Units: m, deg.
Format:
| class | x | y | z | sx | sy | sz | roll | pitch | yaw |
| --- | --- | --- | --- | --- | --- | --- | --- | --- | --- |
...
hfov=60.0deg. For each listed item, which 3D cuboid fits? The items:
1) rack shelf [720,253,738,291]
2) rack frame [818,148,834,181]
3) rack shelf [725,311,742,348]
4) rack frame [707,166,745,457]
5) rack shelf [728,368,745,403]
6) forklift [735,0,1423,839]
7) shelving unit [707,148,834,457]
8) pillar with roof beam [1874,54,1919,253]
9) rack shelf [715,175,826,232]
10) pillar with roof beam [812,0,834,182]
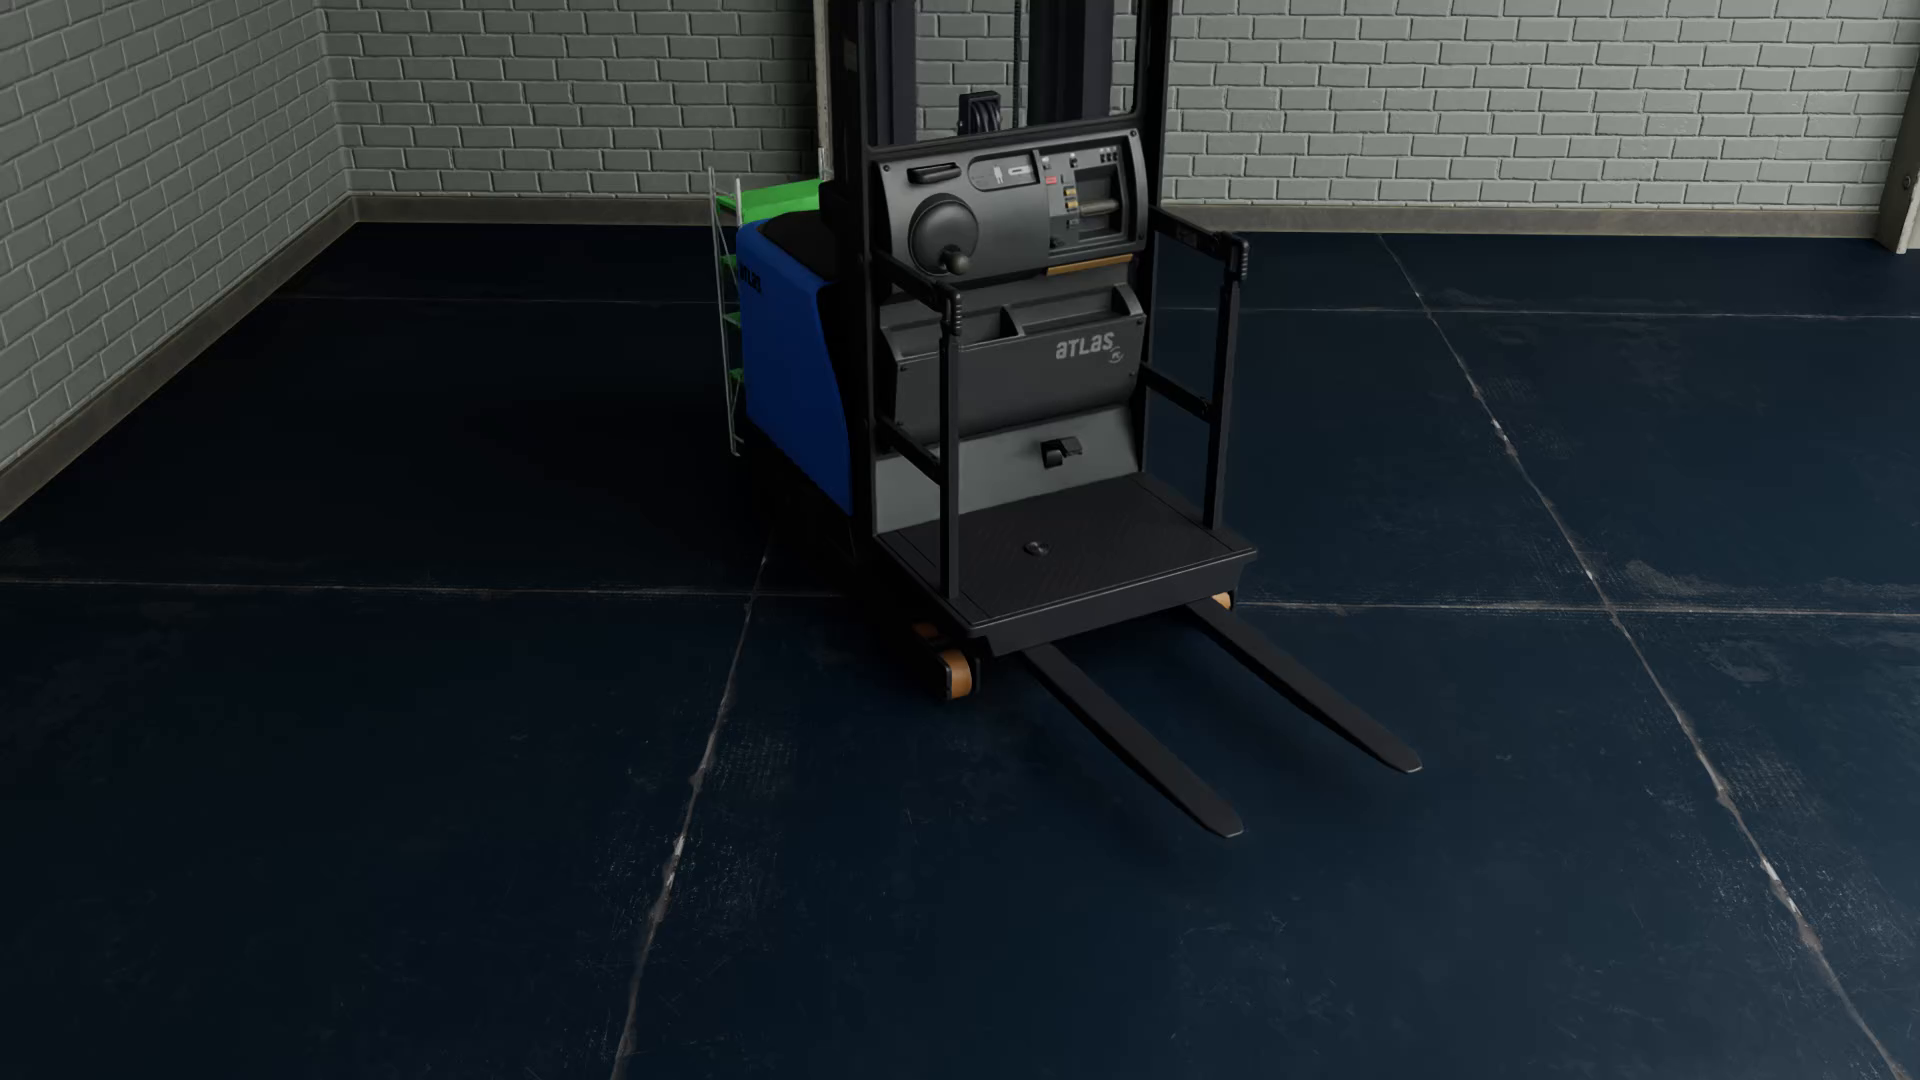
| class | x | y | z | sx | sy | sz | roll | pitch | yaw |
| --- | --- | --- | --- | --- | --- | --- | --- | --- | --- |
| rack shelf | -0.691 | -1.080 | 6.623 | 0.480 | 0.148 | 0.258 | -18 | 31 | -30 |
| rack frame | -0.486 | -0.987 | 6.824 | 0.015 | 1.200 | 0.240 | -18 | 31 | -30 |
| rack shelf | -0.687 | -0.866 | 6.731 | 0.480 | 0.148 | 0.258 | -18 | 31 | -30 |
| rack frame | -0.890 | -0.859 | 6.581 | 0.015 | 1.200 | 0.240 | -18 | 31 | -30 |
| rack shelf | -0.684 | -0.651 | 6.839 | 0.480 | 0.148 | 0.258 | -18 | 31 | -30 |
| forklift | 0.281 | -1.025 | 5.054 | 1.130 | 2.935 | 3.031 | -14 | 31 | -24 |
| shelving unit | -0.688 | -0.923 | 6.702 | 0.503 | 1.200 | 0.258 | -18 | 31 | -30 |
| pillar with roof beam | 5.263 | -3.627 | 3.484 | 0.400 | 9.000 | 9.100 | 1 | 28 | 2 |
| rack shelf | -0.694 | -1.295 | 6.516 | 0.480 | 0.148 | 0.258 | -18 | 31 | -30 |
| pillar with roof beam | -0.733 | -3.726 | 3.671 | 0.400 | 9.000 | 9.100 | 1 | 28 | 2 |
